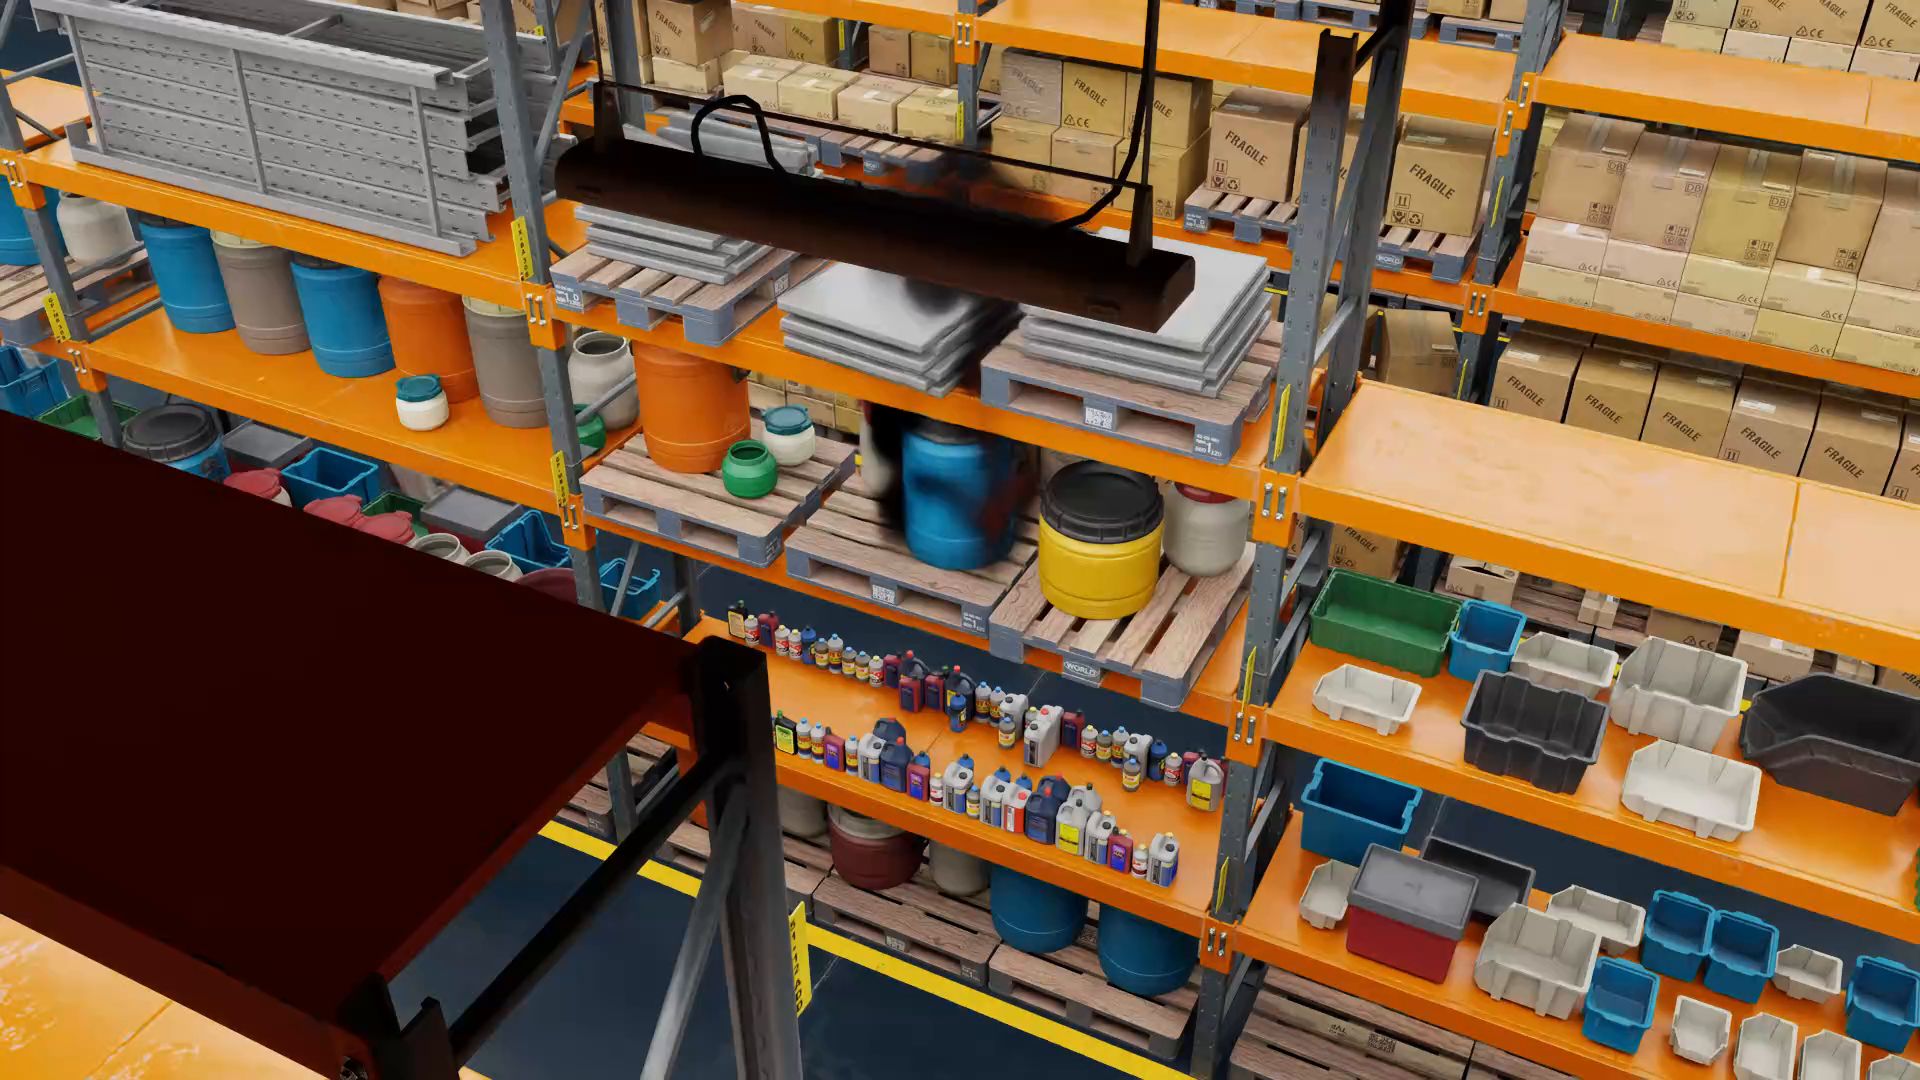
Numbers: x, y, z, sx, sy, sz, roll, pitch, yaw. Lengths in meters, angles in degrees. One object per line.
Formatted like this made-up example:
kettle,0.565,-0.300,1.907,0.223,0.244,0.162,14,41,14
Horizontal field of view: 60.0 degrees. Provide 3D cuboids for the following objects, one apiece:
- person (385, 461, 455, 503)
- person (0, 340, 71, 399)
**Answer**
person,-3.919,-0.209,12.657,0.819,1.677,0.722,-2,35,-3
person,-8.527,-1.687,14.878,0.911,1.663,0.607,-2,35,-2
